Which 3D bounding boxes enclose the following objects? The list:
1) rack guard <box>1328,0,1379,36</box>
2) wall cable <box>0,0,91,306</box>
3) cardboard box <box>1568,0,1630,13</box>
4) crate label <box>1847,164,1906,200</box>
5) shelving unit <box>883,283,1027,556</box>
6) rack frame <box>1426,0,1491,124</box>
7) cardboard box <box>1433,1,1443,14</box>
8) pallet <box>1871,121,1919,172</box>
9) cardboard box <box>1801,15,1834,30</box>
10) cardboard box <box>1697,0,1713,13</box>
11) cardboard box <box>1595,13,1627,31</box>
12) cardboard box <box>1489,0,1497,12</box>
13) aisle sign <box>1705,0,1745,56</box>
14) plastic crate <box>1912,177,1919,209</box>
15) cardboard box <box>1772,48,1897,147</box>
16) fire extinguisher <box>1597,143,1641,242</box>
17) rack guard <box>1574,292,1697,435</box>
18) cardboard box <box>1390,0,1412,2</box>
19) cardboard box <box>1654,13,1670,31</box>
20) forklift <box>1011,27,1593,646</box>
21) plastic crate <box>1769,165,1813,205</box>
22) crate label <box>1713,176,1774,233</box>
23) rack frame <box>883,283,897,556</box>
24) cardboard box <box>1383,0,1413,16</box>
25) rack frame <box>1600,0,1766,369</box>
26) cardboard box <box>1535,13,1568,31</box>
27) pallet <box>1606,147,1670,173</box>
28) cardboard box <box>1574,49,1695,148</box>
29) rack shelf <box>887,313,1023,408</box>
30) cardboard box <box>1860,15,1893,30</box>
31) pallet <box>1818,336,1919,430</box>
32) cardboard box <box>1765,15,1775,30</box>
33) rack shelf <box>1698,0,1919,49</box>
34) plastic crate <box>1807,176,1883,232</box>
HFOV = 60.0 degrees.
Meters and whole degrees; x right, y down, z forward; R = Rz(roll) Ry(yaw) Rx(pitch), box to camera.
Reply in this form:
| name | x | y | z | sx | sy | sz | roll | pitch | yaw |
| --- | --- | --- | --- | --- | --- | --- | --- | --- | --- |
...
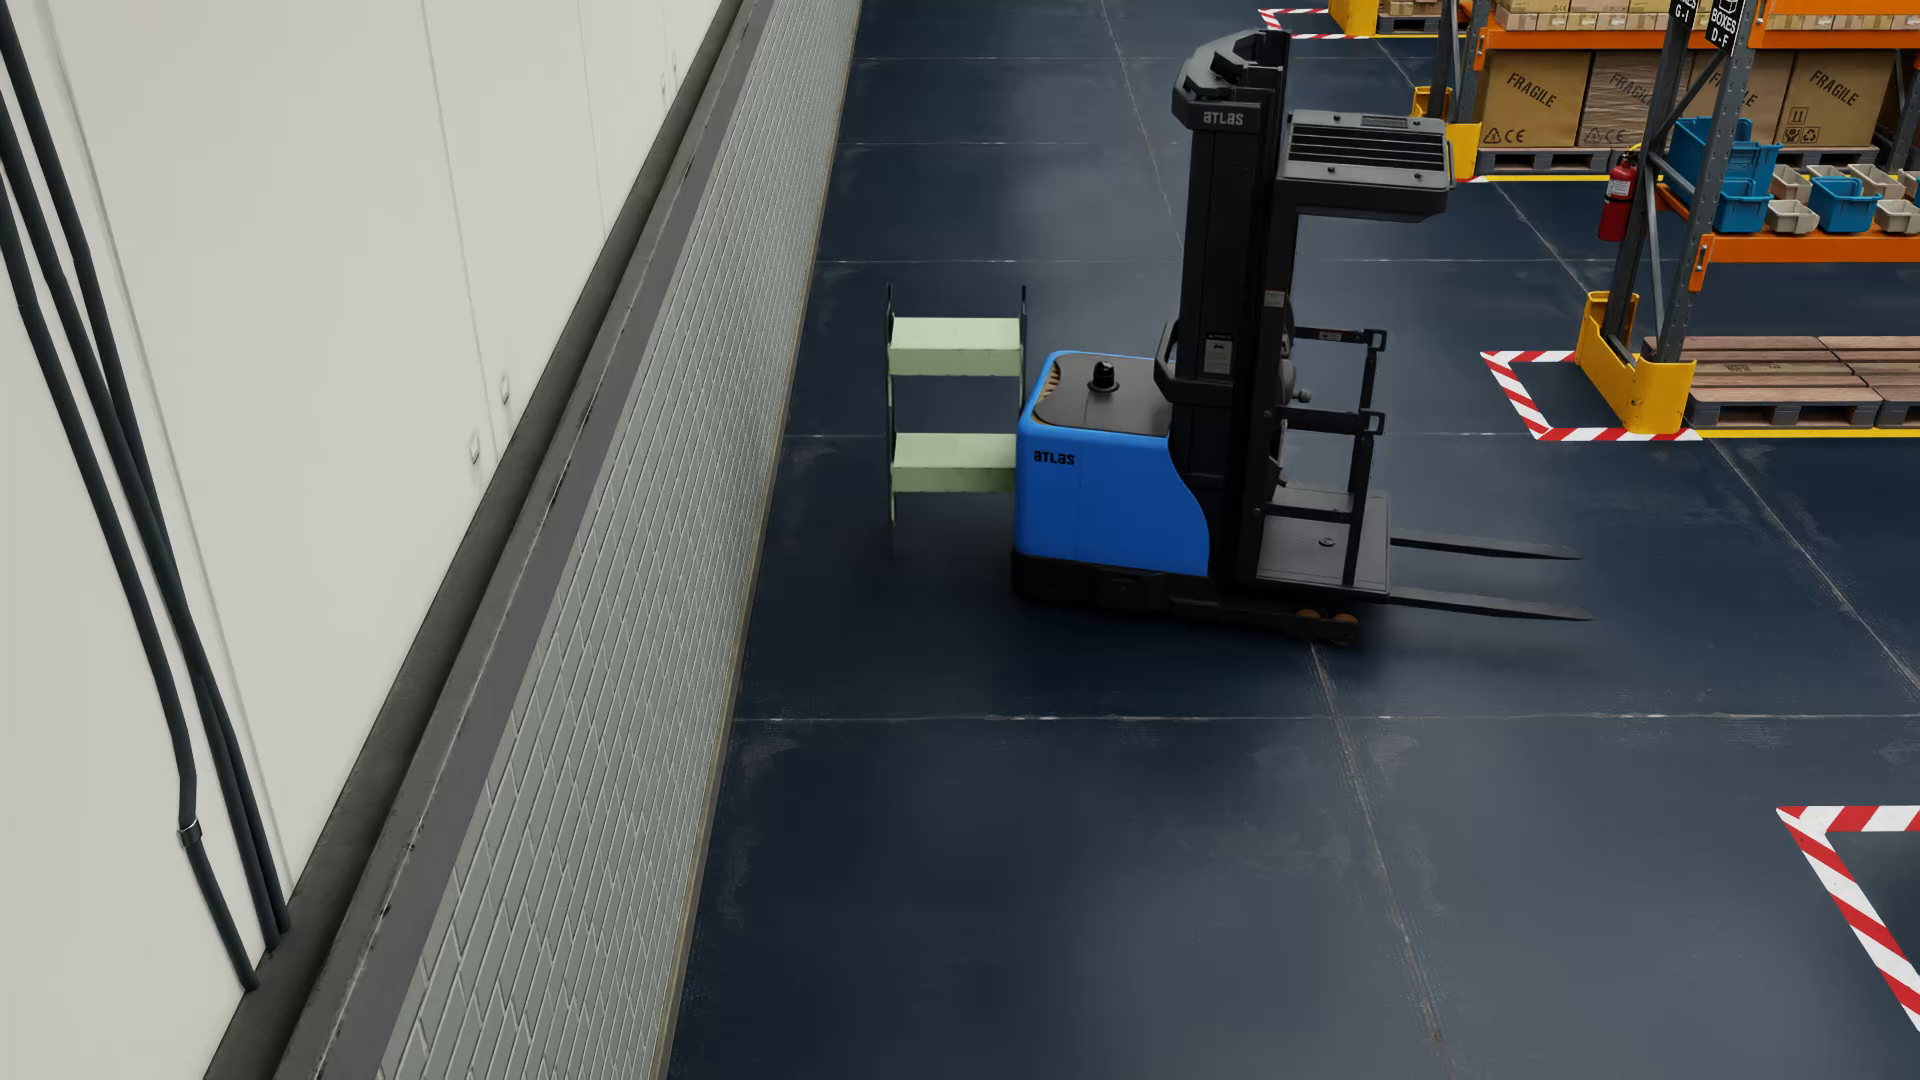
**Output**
| name | x | y | z | sx | sy | sz | roll | pitch | yaw |
| --- | --- | --- | --- | --- | --- | --- | --- | --- | --- |
| rack guard | 4.643 | -6.351 | 19.624 | 0.348 | 0.500 | 1.175 | 0 | 31 | 0 |
| wall cable | -1.089 | -2.105 | 2.559 | 0.112 | 2.526 | 3.097 | 0 | 31 | 0 |
| cardboard box | 5.497 | -4.776 | 14.476 | 0.500 | 0.250 | 0.500 | -1 | 31 | -1 |
| crate label | 5.909 | -2.293 | 10.723 | 0.243 | 0.136 | 0.396 | 0 | 31 | 0 |
| shelving unit | -0.022 | -0.648 | 9.261 | 0.755 | 1.500 | 0.431 | 0 | 31 | 1 |
| rack frame | 4.496 | -4.846 | 14.735 | 0.127 | 3.000 | 1.000 | 0 | 31 | 0 |
| cardboard box | 5.603 | -6.263 | 19.414 | 0.250 | 0.149 | 0.380 | 0 | 31 | 0 |
| pallet | 9.267 | -3.708 | 15.547 | 1.213 | 0.211 | 1.003 | 0 | 31 | 0 |
| cardboard box | 7.422 | -4.578 | 14.535 | 0.250 | 0.149 | 0.380 | 0 | 31 | 1 |
| cardboard box | 6.522 | -4.780 | 14.483 | 0.500 | 0.250 | 0.500 | -1 | 31 | -1 |
| cardboard box | 5.626 | -4.573 | 14.526 | 0.250 | 0.149 | 0.380 | -1 | 31 | -1 |
| cardboard box | 4.850 | -4.911 | 15.083 | 0.250 | 0.149 | 0.380 | 0 | 31 | 1 |
| aisle sign | 4.456 | -3.234 | 9.571 | 0.004 | 0.787 | 0.394 | 0 | 31 | 0 |
| plastic crate | 6.091 | -2.065 | 10.255 | 0.300 | 0.233 | 0.416 | 0 | 31 | 0 |
| cardboard box | 7.835 | -4.169 | 15.262 | 0.875 | 0.875 | 0.875 | 0 | 31 | 0 |
| fire extinguisher | 4.372 | -2.320 | 11.005 | 0.183 | 0.674 | 0.296 | 0 | 31 | 0 |
| rack guard | 4.502 | -1.201 | 11.137 | 0.348 | 0.500 | 1.175 | 0 | 31 | 0 |
| cardboard box | 5.093 | -6.375 | 19.312 | 0.250 | 0.149 | 0.380 | 1 | 31 | 2 |
| cardboard box | 6.139 | -4.574 | 14.528 | 0.250 | 0.149 | 0.380 | 0 | 31 | -1 |
| forklift | 1.851 | -1.000 | 8.462 | 3.031 | 2.935 | 1.130 | 7 | 32 | 11 |
| plastic crate | 5.340 | -2.286 | 10.712 | 0.243 | 0.136 | 0.396 | 0 | 31 | 0 |
| crate label | 4.775 | -2.061 | 10.248 | 0.303 | 0.233 | 0.416 | 0 | 31 | 0 |
| rack frame | -0.388 | -0.651 | 9.266 | 0.023 | 1.500 | 0.400 | 0 | 31 | 1 |
| cardboard box | 5.093 | -6.215 | 19.335 | 0.250 | 0.149 | 0.380 | 0 | 31 | 1 |
| rack frame | 4.526 | -2.277 | 10.500 | 0.127 | 3.000 | 1.000 | 0 | 31 | 0 |
| cardboard box | 5.110 | -4.570 | 14.522 | 0.250 | 0.149 | 0.380 | -1 | 31 | -1 |
| pallet | 6.512 | -3.699 | 15.533 | 1.213 | 0.211 | 1.003 | 0 | 31 | 0 |
| cardboard box | 6.045 | -4.164 | 15.253 | 0.875 | 0.875 | 0.875 | 0 | 31 | 0 |
| rack shelf | -0.022 | -0.982 | 9.059 | 0.720 | 0.370 | 0.431 | 0 | 31 | 1 |
| cardboard box | 7.935 | -4.579 | 14.537 | 0.250 | 0.149 | 0.380 | 0 | 31 | 1 |
| pallet | 6.568 | -1.069 | 11.198 | 1.213 | 0.211 | 1.003 | 0 | 31 | 0 |
| cardboard box | 6.908 | -4.576 | 14.532 | 0.250 | 0.149 | 0.380 | -1 | 31 | -1 |
| rack shelf | 6.526 | -3.258 | 9.919 | 4.000 | 0.370 | 1.077 | 0 | 31 | 0 |
| plastic crate | 5.433 | -2.063 | 10.251 | 0.300 | 0.233 | 0.416 | 0 | 31 | 0 |
